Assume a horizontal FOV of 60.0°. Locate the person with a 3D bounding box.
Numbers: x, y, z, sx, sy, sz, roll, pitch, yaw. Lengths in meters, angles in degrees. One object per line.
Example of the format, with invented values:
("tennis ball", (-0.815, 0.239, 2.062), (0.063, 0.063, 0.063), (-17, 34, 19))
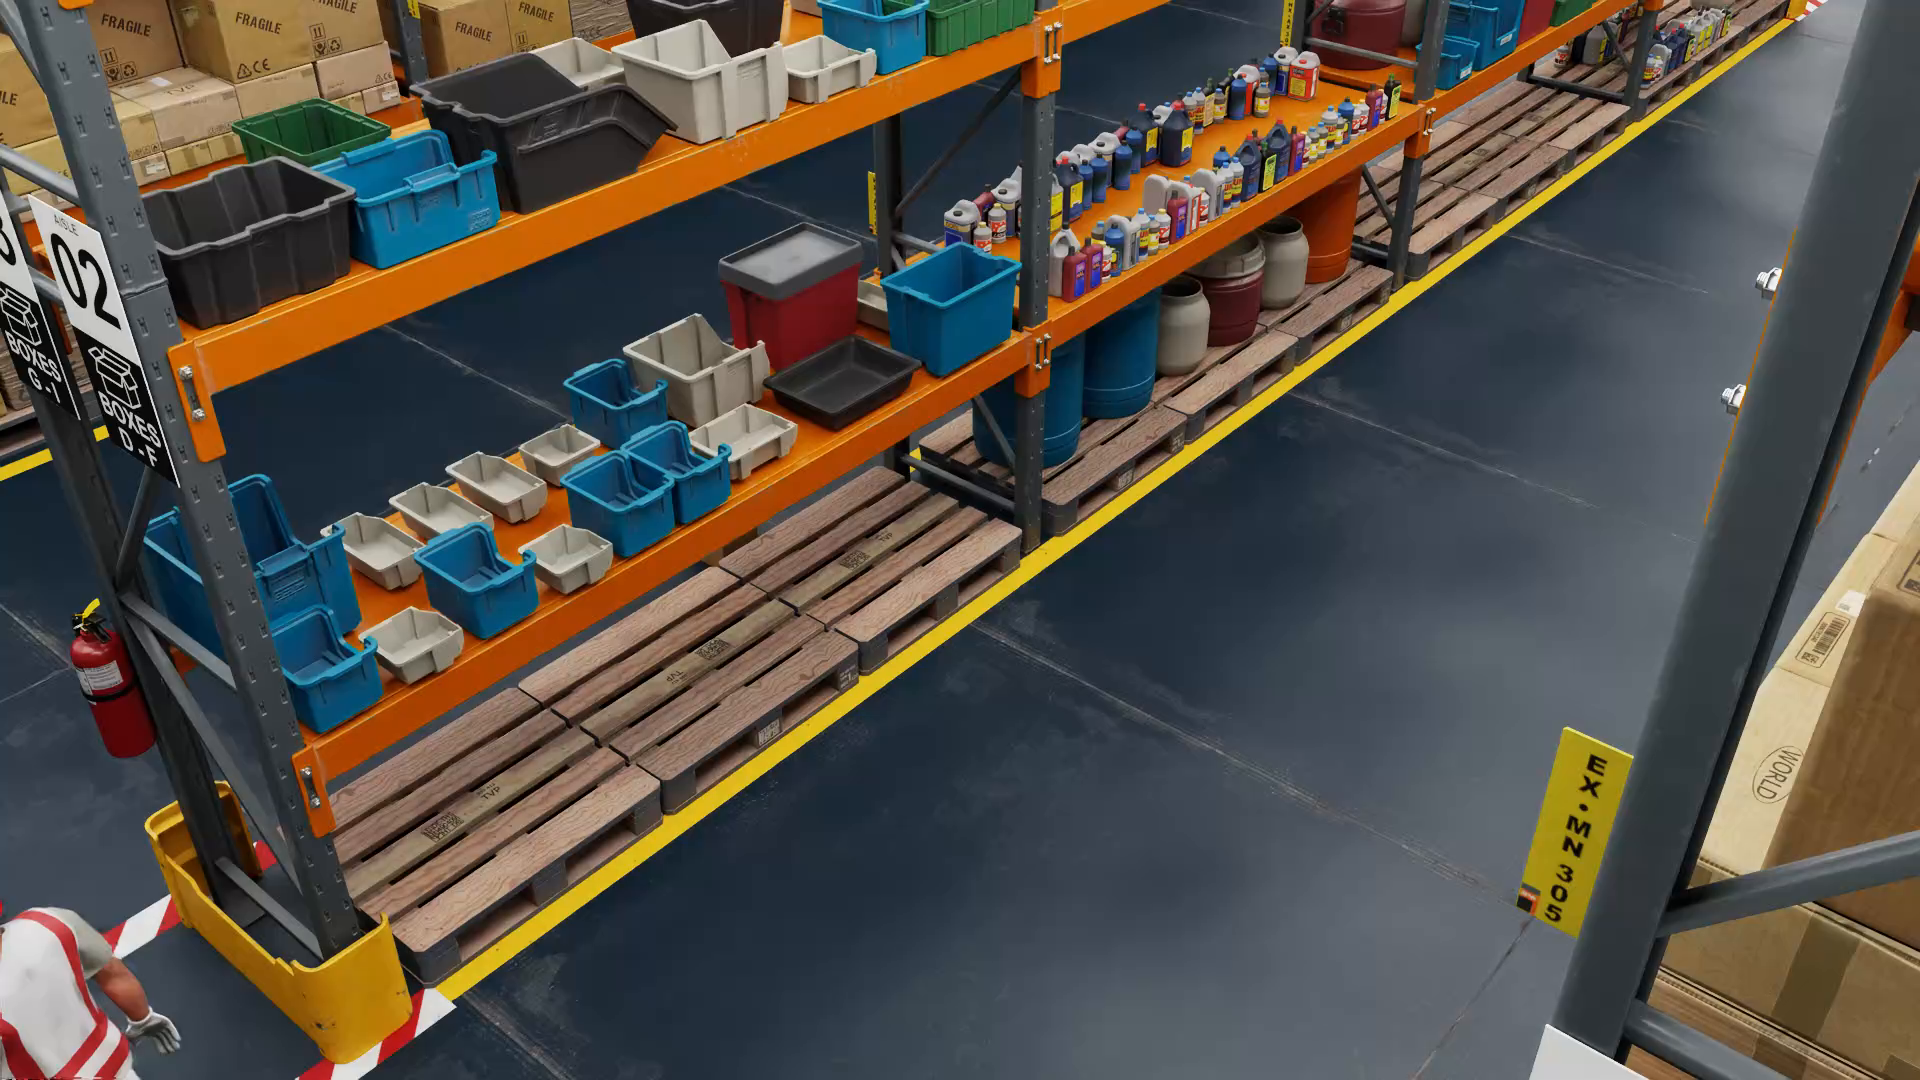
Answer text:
("person", (-2.691, 1.601, 4.881), (1.006, 1.745, 0.666), (8, 35, 11))
